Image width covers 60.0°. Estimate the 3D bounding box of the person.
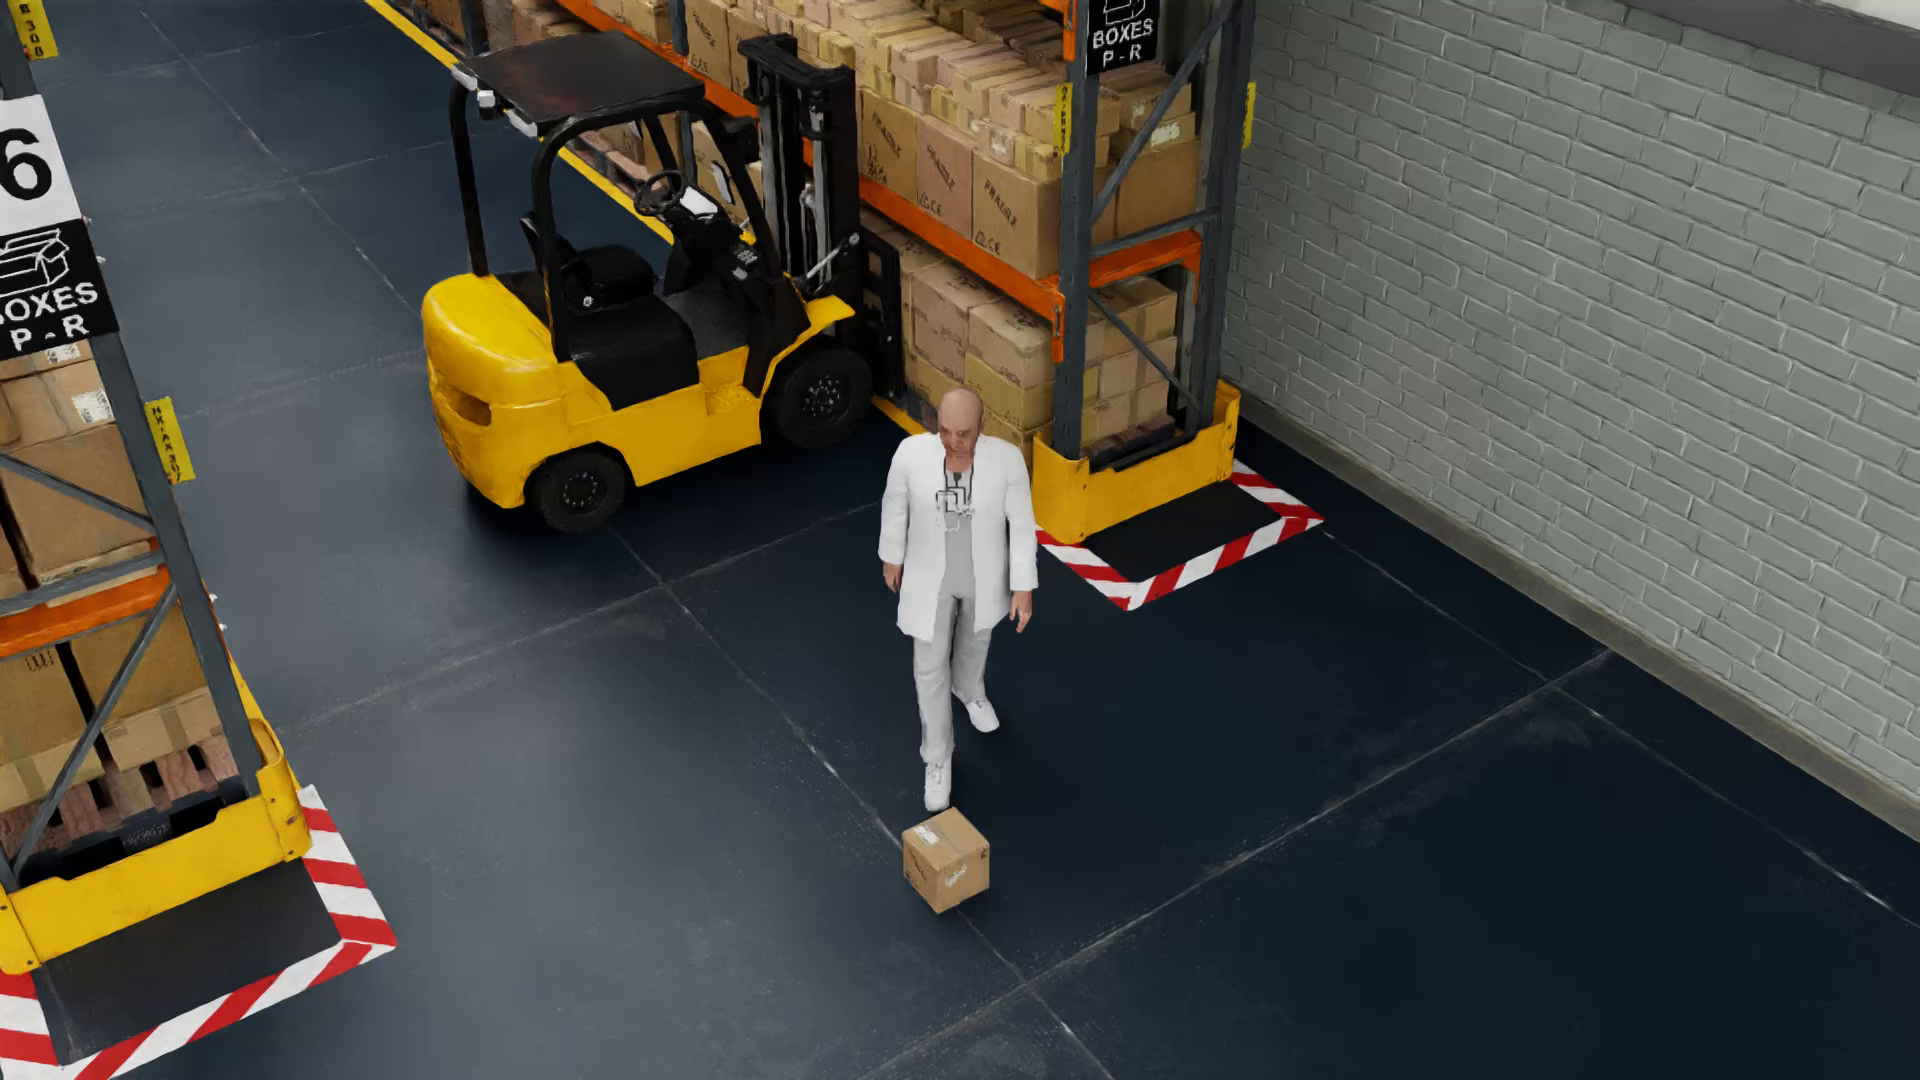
[{"bbox_3d":[-0.004,0.187,6.731,0.636,1.774,0.809,-3,36,-4],"label":"person"}]
